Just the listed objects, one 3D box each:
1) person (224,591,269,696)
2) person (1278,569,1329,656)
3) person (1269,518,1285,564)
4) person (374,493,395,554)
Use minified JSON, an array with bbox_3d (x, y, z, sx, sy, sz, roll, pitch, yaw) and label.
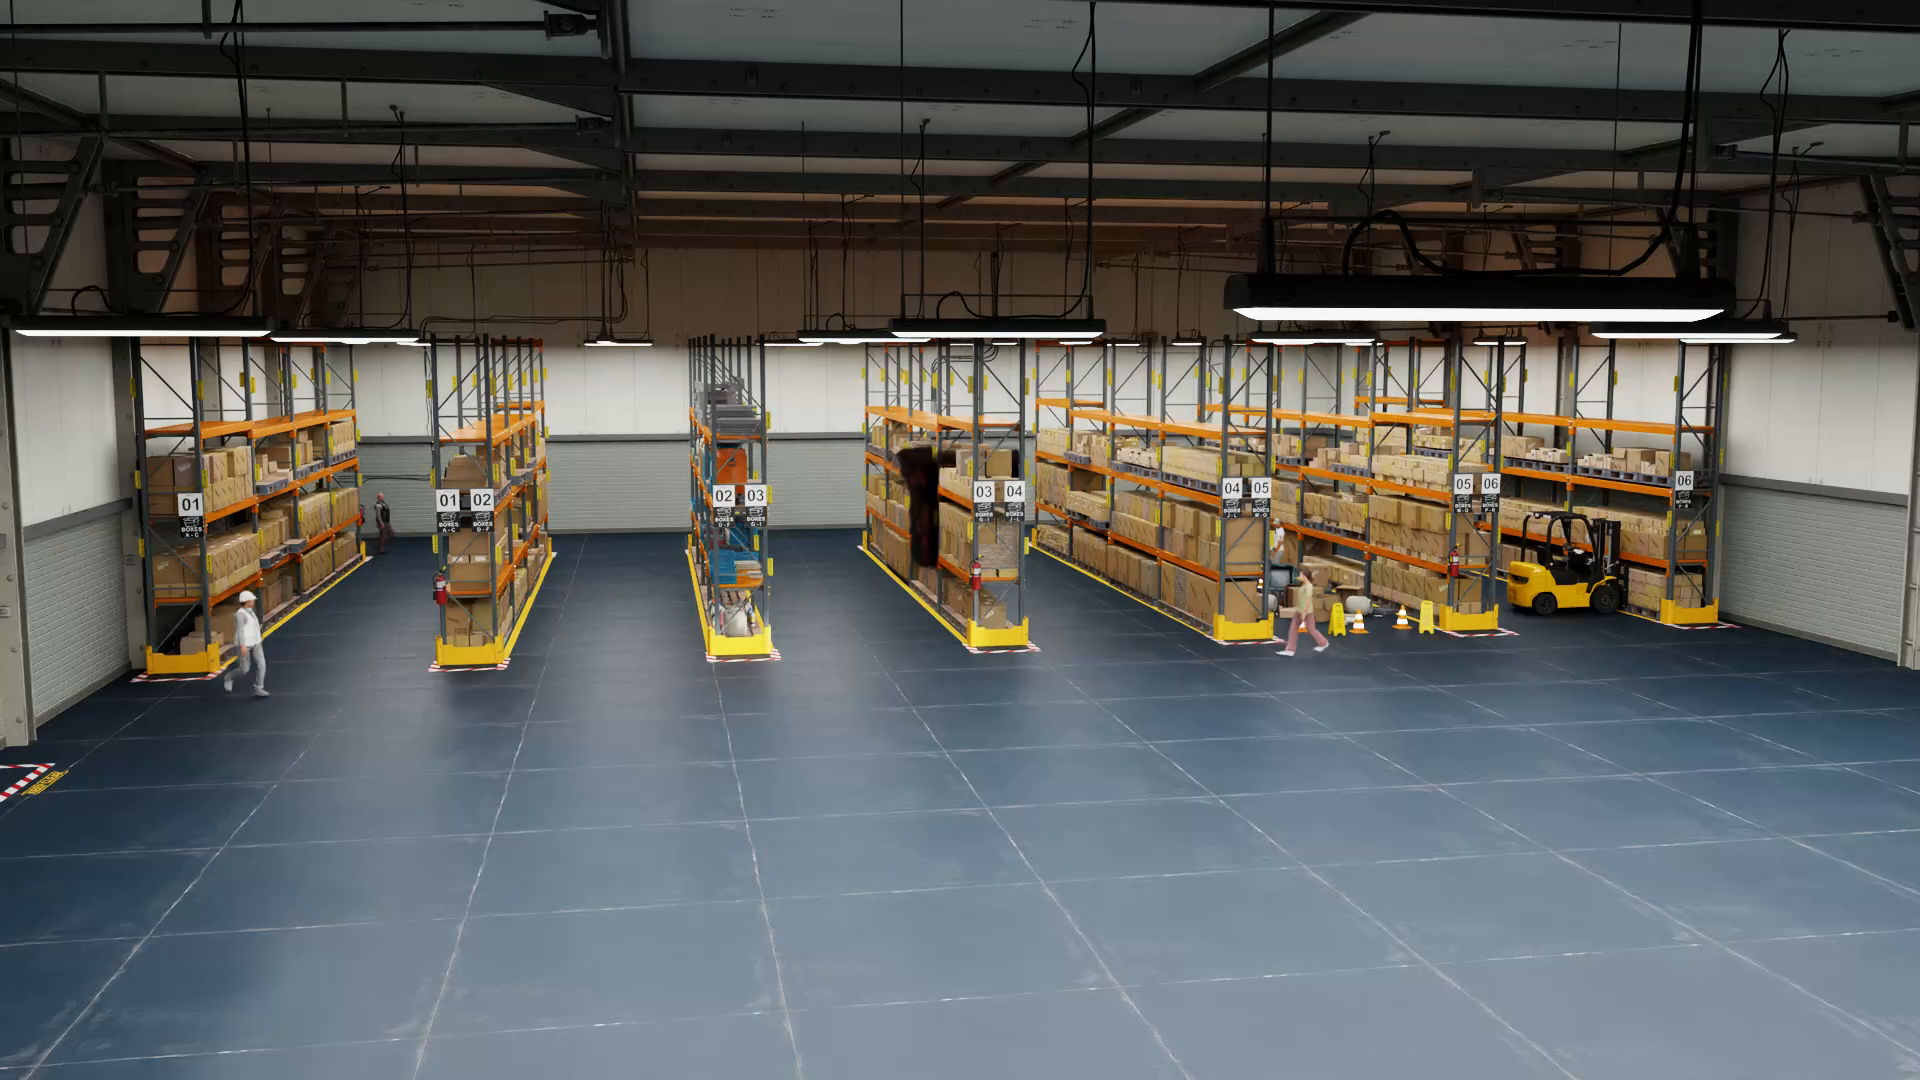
[{"bbox_3d":[-11.814,1.707,27.457,0.740,1.742,0.511,3,7,25],"label":"person"},{"bbox_3d":[6.474,1.350,31.112,0.983,1.639,0.430,-4,8,-31],"label":"person"},{"bbox_3d":[7.635,0.312,40.197,0.438,1.701,0.558,2,7,15],"label":"person"},{"bbox_3d":[-16.058,-0.458,46.391,0.462,1.720,0.552,-1,7,-5],"label":"person"}]
